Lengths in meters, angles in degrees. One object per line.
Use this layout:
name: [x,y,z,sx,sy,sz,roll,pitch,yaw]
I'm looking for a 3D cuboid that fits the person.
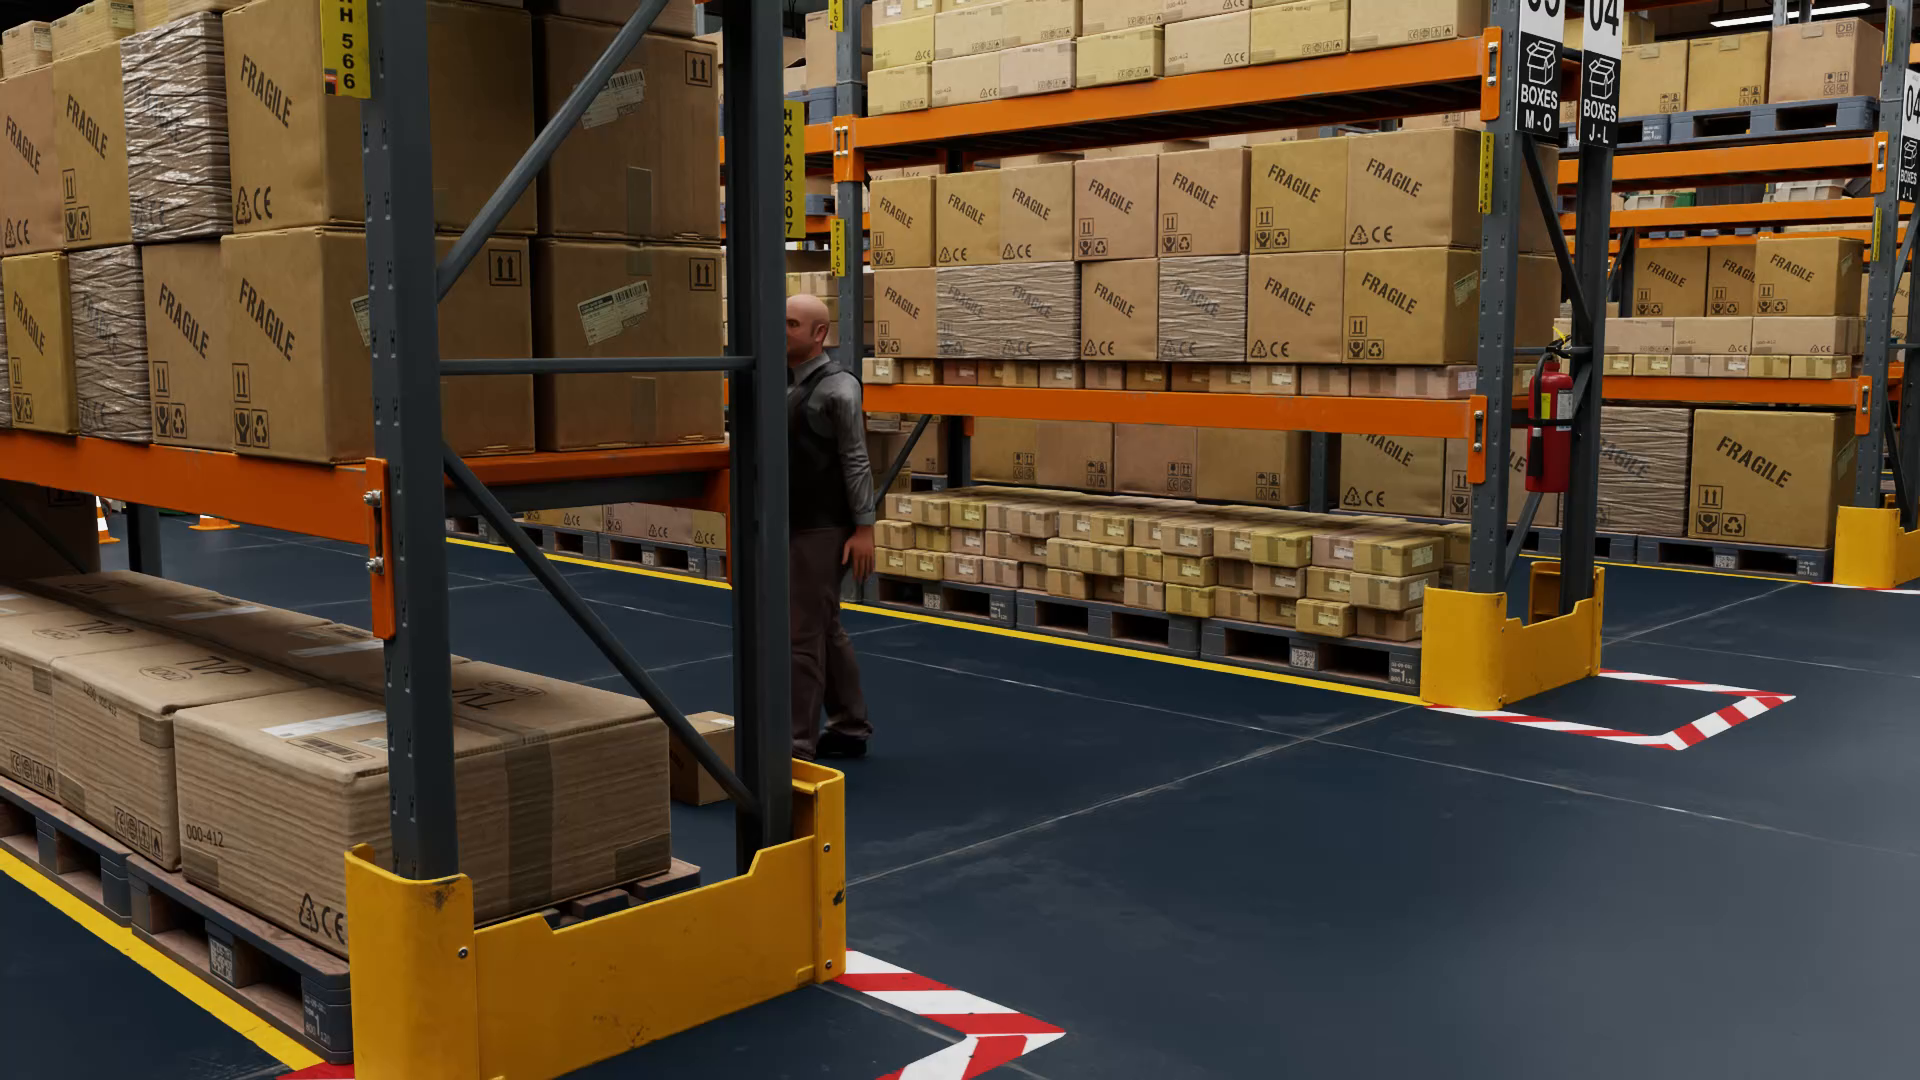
person: [-0.610,0.023,5.997,0.636,1.629,0.549,-4,8,-30]
